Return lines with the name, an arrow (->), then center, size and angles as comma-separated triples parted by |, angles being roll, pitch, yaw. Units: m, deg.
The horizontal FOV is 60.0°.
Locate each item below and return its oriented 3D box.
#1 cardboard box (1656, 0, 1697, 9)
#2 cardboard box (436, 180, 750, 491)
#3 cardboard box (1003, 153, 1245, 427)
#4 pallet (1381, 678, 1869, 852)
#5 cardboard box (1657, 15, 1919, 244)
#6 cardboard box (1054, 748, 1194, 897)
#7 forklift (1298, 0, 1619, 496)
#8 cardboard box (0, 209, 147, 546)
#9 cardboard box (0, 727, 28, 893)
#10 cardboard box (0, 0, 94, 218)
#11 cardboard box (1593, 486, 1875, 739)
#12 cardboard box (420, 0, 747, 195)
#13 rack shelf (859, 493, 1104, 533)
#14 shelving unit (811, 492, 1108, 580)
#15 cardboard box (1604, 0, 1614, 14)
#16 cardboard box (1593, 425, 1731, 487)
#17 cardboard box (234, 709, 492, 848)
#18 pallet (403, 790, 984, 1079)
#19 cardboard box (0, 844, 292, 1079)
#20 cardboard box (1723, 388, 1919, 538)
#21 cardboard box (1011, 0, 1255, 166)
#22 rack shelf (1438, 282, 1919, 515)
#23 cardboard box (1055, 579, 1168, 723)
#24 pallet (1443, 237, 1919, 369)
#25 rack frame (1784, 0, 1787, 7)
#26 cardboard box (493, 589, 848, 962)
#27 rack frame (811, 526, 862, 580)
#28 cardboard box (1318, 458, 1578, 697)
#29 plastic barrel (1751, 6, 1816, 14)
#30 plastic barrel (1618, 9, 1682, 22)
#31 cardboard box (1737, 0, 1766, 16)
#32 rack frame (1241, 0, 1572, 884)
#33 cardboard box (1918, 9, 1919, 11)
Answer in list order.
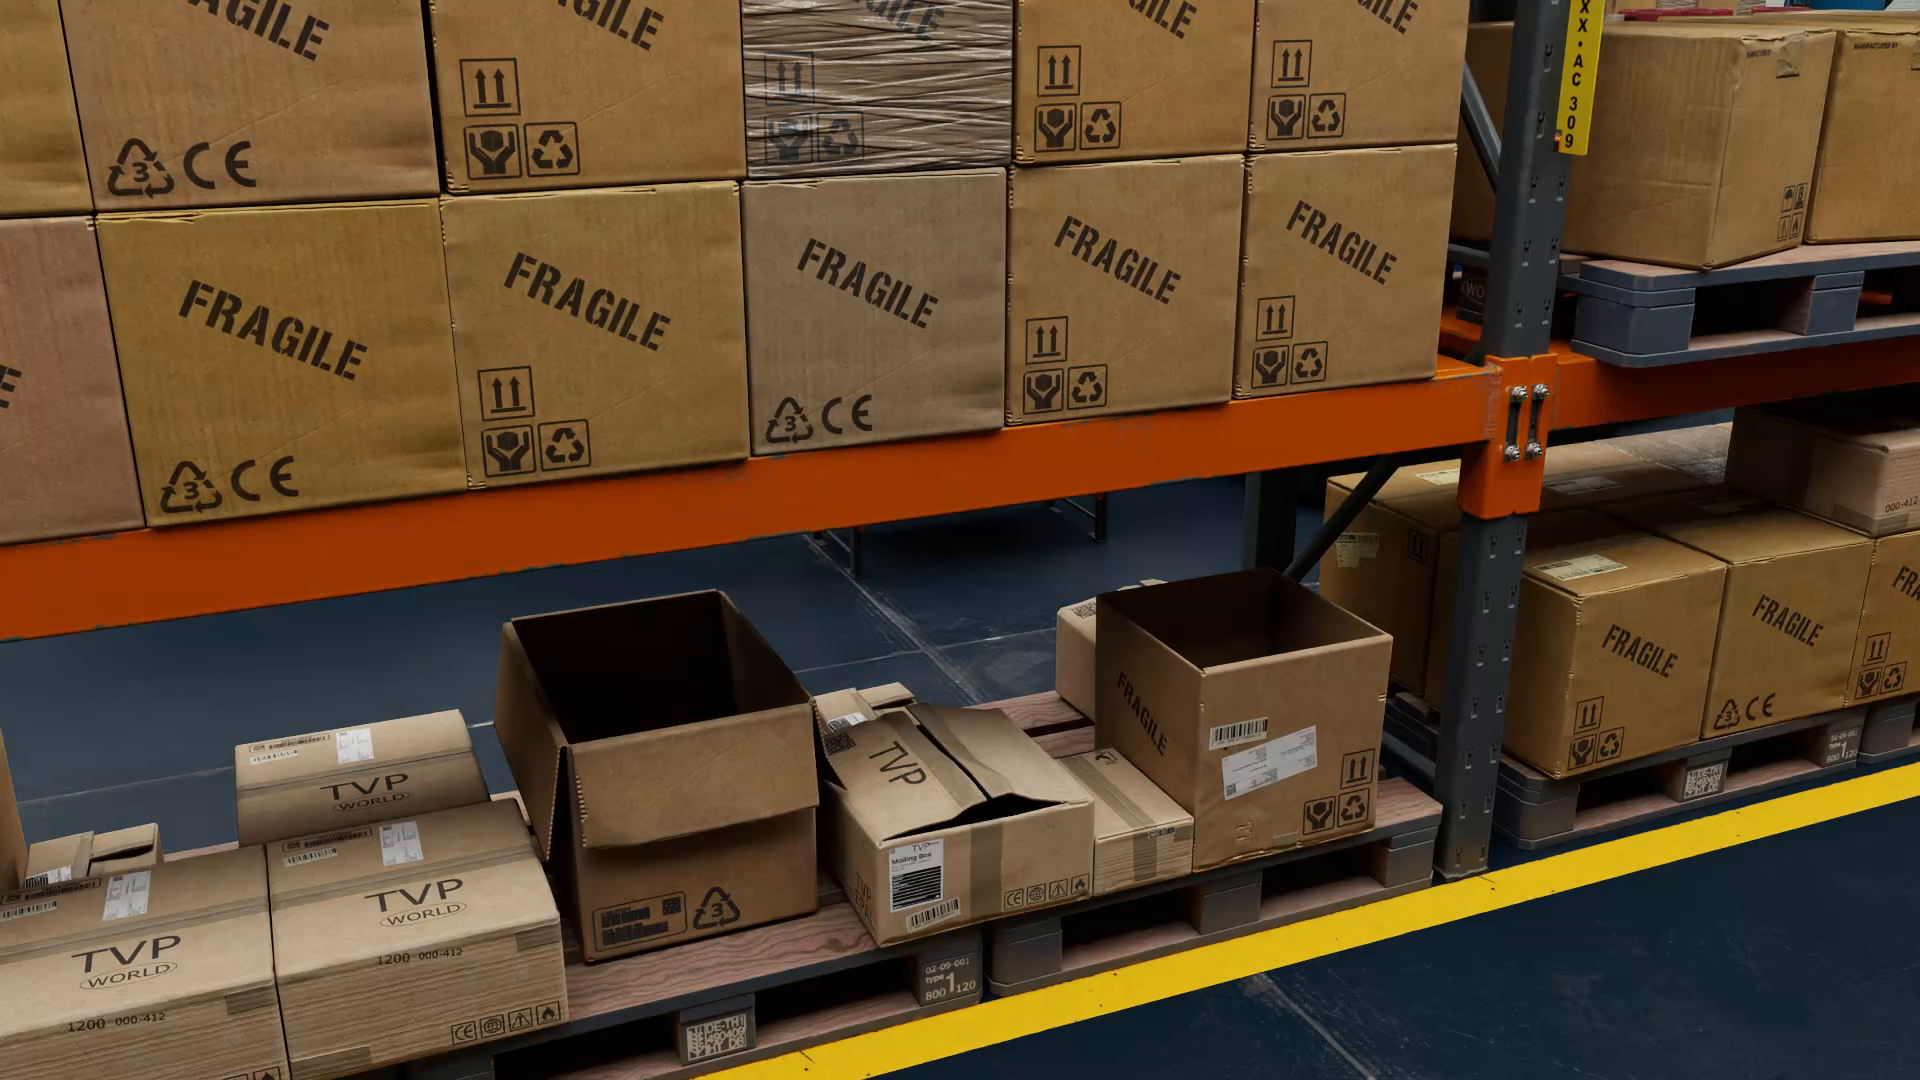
cardboard box -> 6.757, -5.295, 16.444 | 0.500, 0.500, 0.875 | -8, 21, -22
cardboard box -> -0.705, -0.425, 3.062 | 0.500, 0.500, 0.500 | -8, 21, -21
cardboard box -> 0.233, -0.561, 3.448 | 0.500, 0.500, 0.500 | -8, 21, -20
pallet -> 1.795, 0.471, 4.867 | 1.213, 0.211, 1.003 | -8, 21, -22
cardboard box -> 2.193, -1.075, 4.276 | 0.500, 0.500, 0.700 | -5, 20, -13
cardboard box -> 0.332, 0.640, 3.817 | 0.250, 0.149, 0.380 | -8, 21, -22
forklift -> 2.449, -1.897, 7.495 | 3.031, 2.935, 1.130 | -12, 23, -30
cardboard box -> -1.626, -0.294, 2.691 | 0.500, 0.500, 0.500 | -8, 21, -22
cardboard box -> -2.208, 0.625, 3.332 | 0.500, 0.500, 0.500 | -8, 21, -22
cardboard box -> -1.621, -0.768, 2.530 | 0.500, 0.500, 0.500 | -8, 21, -21
cardboard box -> 2.089, 0.183, 4.588 | 0.500, 0.500, 0.500 | -8, 21, -21
cardboard box -> -0.694, -0.899, 2.903 | 0.500, 0.500, 0.500 | -8, 21, -22
rack shelf -> -0.006, -0.299, 6.414 | 1.000, 0.278, 0.538 | -8, 21, -22
shelving unit -> -0.006, -0.530, 6.333 | 1.048, 1.125, 0.538 | -8, 21, -22
cardboard box -> 5.818, -5.179, 16.117 | 0.500, 0.500, 0.875 | -8, 21, -22
cardboard box -> 2.320, -0.035, 5.207 | 0.500, 0.500, 0.500 | -8, 21, -21
cardboard box -> -1.324, 0.627, 3.702 | 0.500, 0.250, 0.500 | -8, 21, -22
pallet -> -0.690, 0.841, 3.816 | 1.213, 0.211, 1.003 | -8, 21, -22
cardboard box -> -1.539, 0.839, 3.101 | 0.500, 0.250, 0.500 | -8, 21, -22
cardboard box -> 2.522, -0.229, 4.629 | 0.500, 0.250, 0.500 | -8, 21, -22
cardboard box -> 0.232, -1.031, 3.278 | 0.500, 0.500, 0.500 | -9, 21, -23
rack shelf -> 2.899, -0.650, 4.934 | 4.000, 0.370, 1.077 | -8, 21, -22
cardboard box -> 0.592, 0.324, 4.472 | 0.500, 0.311, 0.500 | -8, 21, -22
pallet -> 1.840, -0.707, 4.304 | 1.213, 0.211, 1.003 | -8, 21, -22
rack frame -> 8.161, -5.326, 17.132 | 0.127, 3.000, 1.000 | -8, 21, -22
cardboard box -> -0.660, 0.493, 3.703 | 0.637, 0.503, 0.797 | -8, 21, -22
rack frame -> -0.473, -0.463, 6.143 | 0.032, 1.125, 0.500 | -8, 21, -22
cardboard box -> 1.403, 0.093, 4.842 | 0.500, 0.500, 0.500 | -8, 21, -22
plastic barrel -> 5.485, -3.295, 11.158 | 0.433, 0.535, 0.433 | 0, 19, 0
plastic barrel -> 4.414, -3.141, 10.722 | 0.433, 0.535, 0.433 | 0, 19, 0
cardboard box -> 7.645, -5.450, 16.885 | 0.500, 0.500, 0.875 | -8, 21, -22
rack frame -> 1.063, -0.726, 4.068 | 0.127, 3.000, 1.000 | -8, 21, -22
cardboard box -> 3.287, -1.318, 4.967 | 0.500, 0.500, 0.700 | -4, 20, -12
